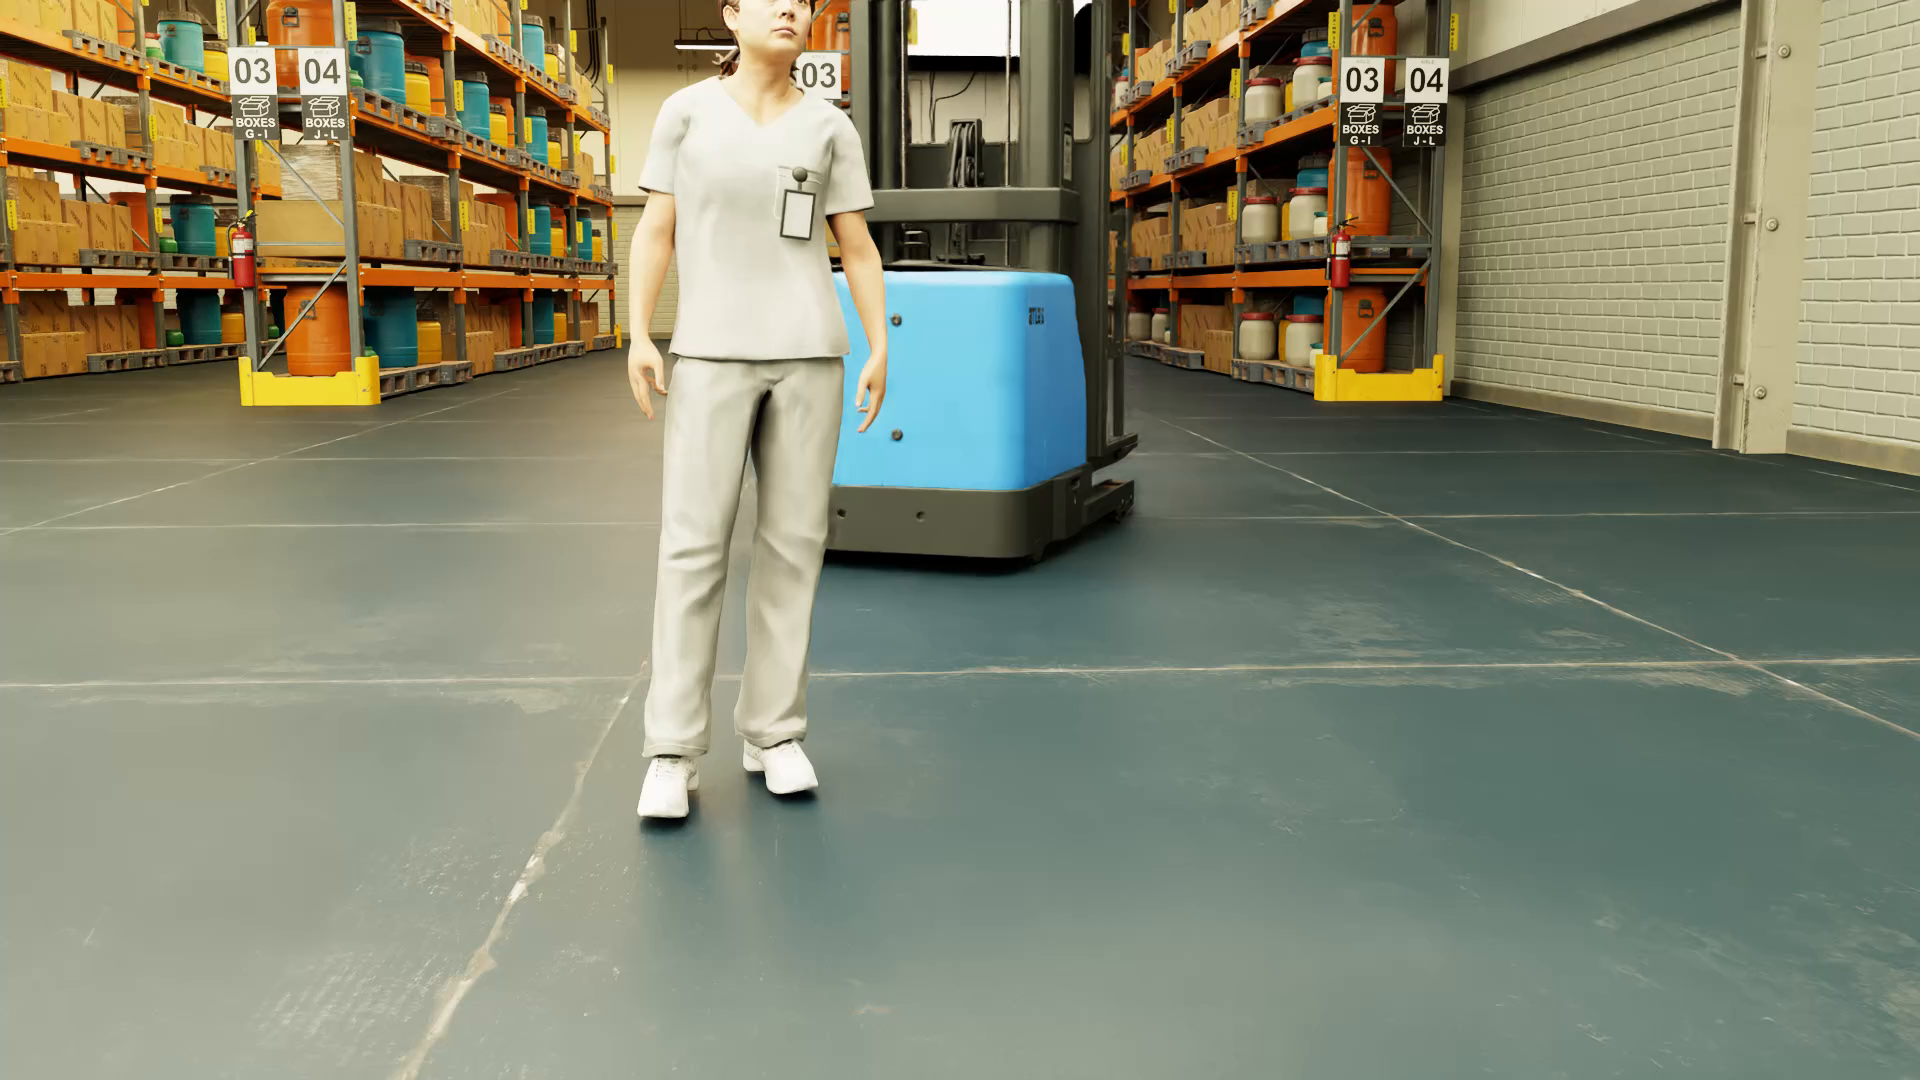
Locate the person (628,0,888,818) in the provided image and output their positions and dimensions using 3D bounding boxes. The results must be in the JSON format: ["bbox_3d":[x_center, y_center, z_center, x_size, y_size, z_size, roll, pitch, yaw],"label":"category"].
[{"bbox_3d":[-0.399,-0.334,3.303,0.549,1.675,0.549,-2,9,-15],"label":"person"}]

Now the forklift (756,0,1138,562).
[{"bbox_3d":[0.163,-1.545,7.238,1.130,2.935,3.031,3,9,17],"label":"forklift"}]
